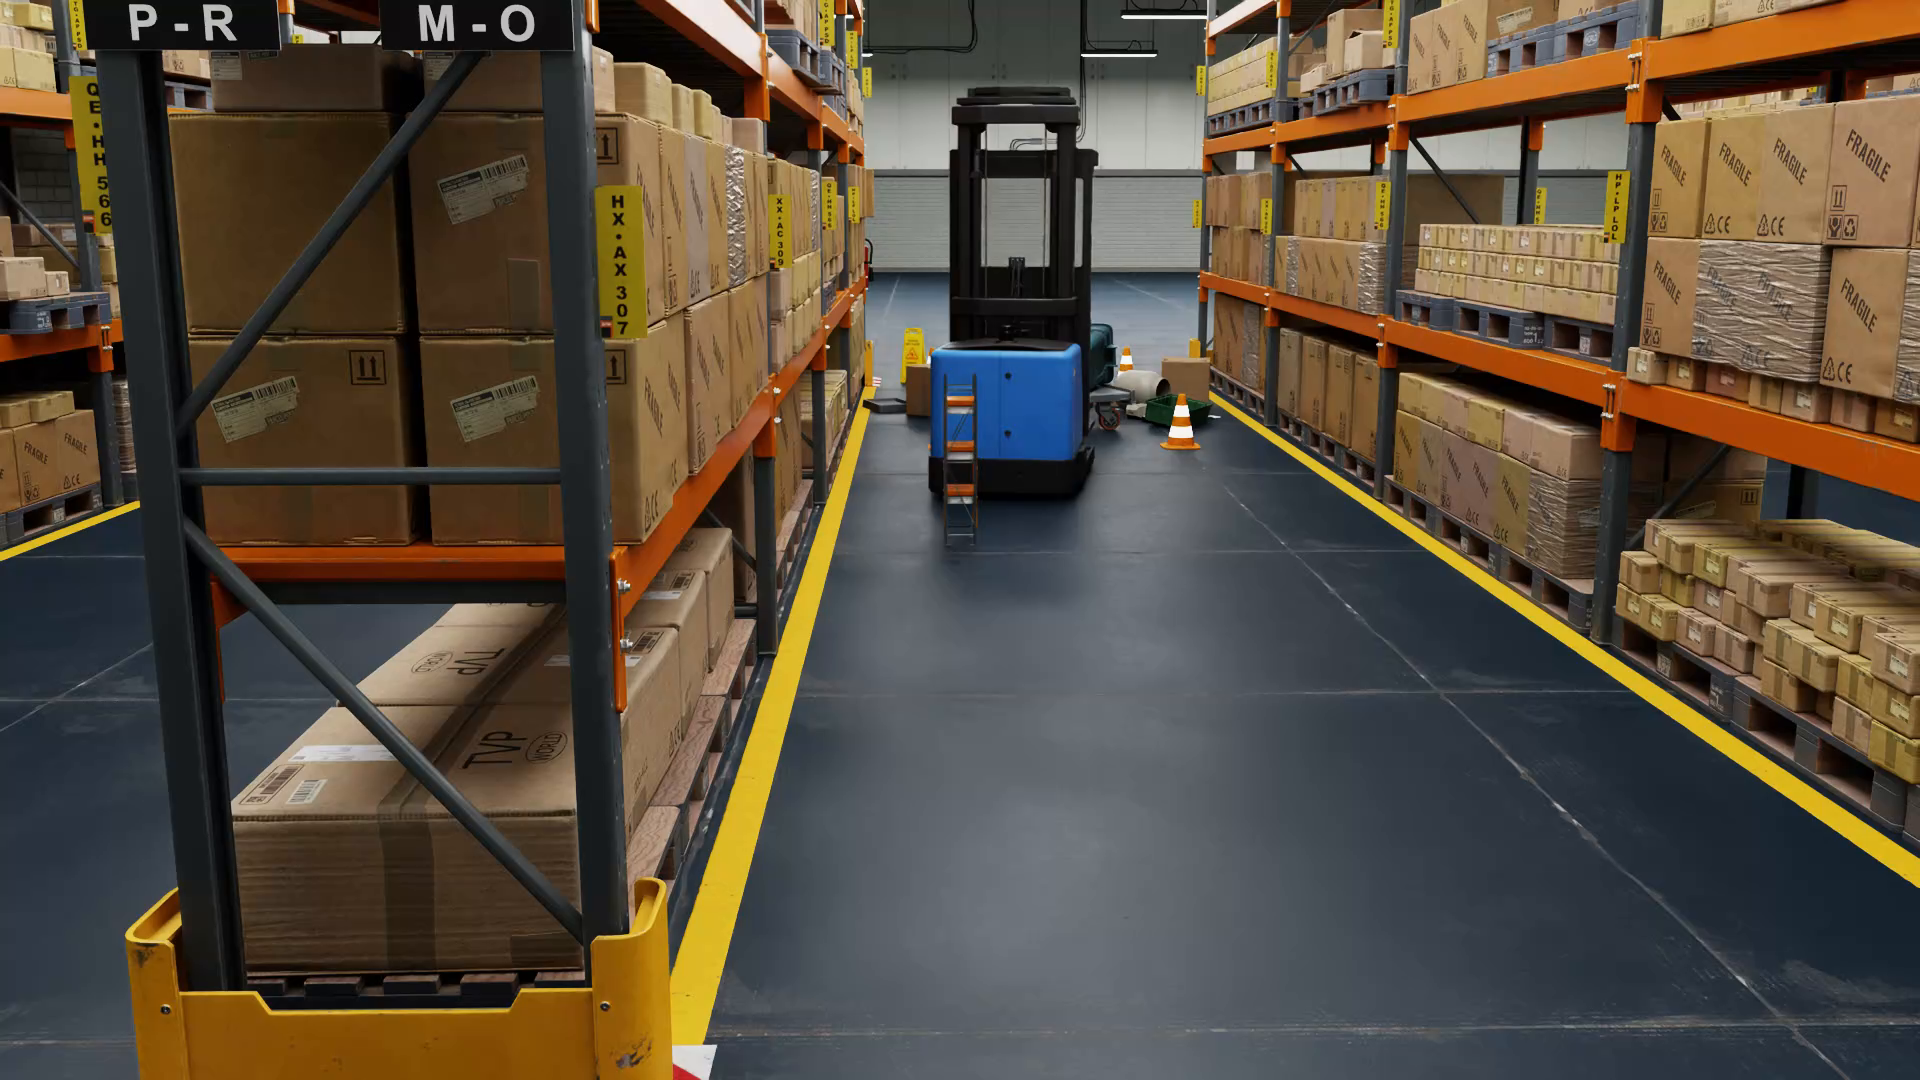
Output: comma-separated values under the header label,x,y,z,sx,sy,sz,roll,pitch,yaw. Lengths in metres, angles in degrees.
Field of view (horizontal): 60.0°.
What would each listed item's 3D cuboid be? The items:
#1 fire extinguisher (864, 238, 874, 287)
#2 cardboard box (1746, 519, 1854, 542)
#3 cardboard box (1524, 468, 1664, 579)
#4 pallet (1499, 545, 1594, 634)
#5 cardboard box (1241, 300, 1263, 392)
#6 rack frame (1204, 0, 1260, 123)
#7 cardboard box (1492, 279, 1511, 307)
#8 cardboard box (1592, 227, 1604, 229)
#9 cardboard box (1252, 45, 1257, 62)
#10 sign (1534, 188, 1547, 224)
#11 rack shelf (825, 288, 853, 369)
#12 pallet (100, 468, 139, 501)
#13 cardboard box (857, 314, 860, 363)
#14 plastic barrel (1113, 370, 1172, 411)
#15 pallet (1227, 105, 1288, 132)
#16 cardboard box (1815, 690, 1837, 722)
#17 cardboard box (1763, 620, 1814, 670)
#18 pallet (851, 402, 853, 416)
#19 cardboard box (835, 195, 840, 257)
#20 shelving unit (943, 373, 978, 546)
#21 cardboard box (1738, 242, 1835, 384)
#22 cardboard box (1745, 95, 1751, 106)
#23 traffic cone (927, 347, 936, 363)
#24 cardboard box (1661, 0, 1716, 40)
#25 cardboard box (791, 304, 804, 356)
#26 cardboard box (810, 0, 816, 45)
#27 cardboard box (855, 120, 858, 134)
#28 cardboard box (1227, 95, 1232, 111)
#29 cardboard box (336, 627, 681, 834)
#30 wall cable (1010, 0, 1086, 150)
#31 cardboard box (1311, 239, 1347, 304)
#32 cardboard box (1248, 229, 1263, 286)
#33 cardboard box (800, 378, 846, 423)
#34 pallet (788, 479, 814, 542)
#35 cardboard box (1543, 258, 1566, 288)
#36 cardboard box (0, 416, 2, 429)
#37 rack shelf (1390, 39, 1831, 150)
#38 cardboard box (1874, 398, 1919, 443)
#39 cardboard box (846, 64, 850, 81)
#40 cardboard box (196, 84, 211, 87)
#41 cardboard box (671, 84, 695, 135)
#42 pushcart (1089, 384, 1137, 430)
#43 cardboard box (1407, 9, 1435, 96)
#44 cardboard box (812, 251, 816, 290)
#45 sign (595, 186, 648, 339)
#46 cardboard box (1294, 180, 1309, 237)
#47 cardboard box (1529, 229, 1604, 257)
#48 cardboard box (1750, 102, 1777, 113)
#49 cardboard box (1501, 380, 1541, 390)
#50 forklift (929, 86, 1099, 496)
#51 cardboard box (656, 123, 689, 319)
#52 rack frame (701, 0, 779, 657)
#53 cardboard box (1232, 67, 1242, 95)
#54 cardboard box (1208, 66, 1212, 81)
label,x,y,z,sx,sy,sz,roll,pitch,yaw
fire extinguisher,-1.157,-3.301,19.478,0.296,0.674,0.183,0,11,-1
cardboard box,3.847,0.001,7.630,0.380,0.149,0.250,0,11,0
cardboard box,3.313,-0.096,8.717,0.500,0.500,0.500,0,11,-2
pallet,3.562,0.243,8.831,1.003,0.211,1.213,0,11,-1
cardboard box,3.449,-2.028,17.299,0.875,0.875,0.875,0,11,-1
rack frame,3.332,-6.294,18.952,1.000,3.000,0.127,0,11,-1
cardboard box,3.338,-1.442,9.696,0.380,0.149,0.250,-1,11,-3
cardboard box,3.990,-1.786,9.896,0.380,0.149,0.250,0,11,2
cardboard box,3.074,-4.773,16.315,0.380,0.149,0.250,0,11,0
sign,4.039,-2.297,11.623,0.100,0.325,0.005,0,11,-1
rack shelf,-1.491,-1.769,13.542,1.077,0.370,4.000,0,11,-1
pallet,-6.390,-0.500,12.491,1.003,0.211,1.213,0,11,-1
cardboard box,-1.307,-2.072,17.203,0.500,0.500,0.500,0,11,2
plastic barrel,1.857,-1.516,16.966,0.512,0.421,0.421,9,15,38
pallet,3.386,-4.390,17.334,1.003,0.211,1.213,0,11,-1
cardboard box,3.415,0.606,6.143,0.380,0.149,0.250,0,11,0
cardboard box,3.330,0.407,6.374,0.380,0.149,0.250,0,11,-2
pallet,-1.582,-1.285,16.364,1.003,0.211,1.213,0,11,-1
cardboard box,-1.277,-2.627,13.909,0.500,0.500,0.500,0,11,1
shelving unit,0.001,-0.504,10.402,0.215,1.050,0.252,0,11,-1
cardboard box,3.330,-0.866,6.282,0.500,0.500,0.500,0,11,-2
cardboard box,8.111,-4.424,16.652,0.380,0.149,0.250,0,11,1
traffic cone,-0.317,-1.990,19.206,0.336,0.463,0.334,0,11,-1
cardboard box,3.325,-2.272,7.048,0.500,0.250,0.500,0,11,2
cardboard box,-1.119,-1.148,9.052,0.500,0.250,0.500,0,11,-2
cardboard box,-1.239,-3.252,10.194,0.700,0.500,0.500,-1,11,-4
cardboard box,-1.252,-4.286,17.228,0.380,0.149,0.250,0,11,-2
cardboard box,3.044,-4.636,17.644,0.380,0.149,0.250,0,11,-2
cardboard box,-1.425,0.604,5.426,0.875,0.438,0.875,0,11,0
wall cable,2.669,-14.348,50.095,2.305,6.003,0.169,0,11,-1
cardboard box,3.185,-2.202,13.616,0.500,0.500,0.500,0,11,0
cardboard box,3.361,-2.815,16.514,0.875,0.550,0.550,0,11,-1
cardboard box,-1.501,-1.190,14.431,0.950,0.372,0.625,0,11,2
pallet,-1.509,-0.200,11.014,1.003,0.211,1.213,0,11,-1
cardboard box,3.355,-1.432,8.899,0.380,0.149,0.250,-1,11,-3
cardboard box,-6.191,-0.745,10.285,0.380,0.149,0.250,0,11,1
rack shelf,3.538,-2.484,9.523,1.077,0.370,4.000,0,11,-1
cardboard box,3.413,-0.423,5.733,0.380,0.149,0.250,0,11,0
cardboard box,-1.213,-4.320,15.393,0.380,0.149,0.250,0,11,-2
cardboard box,-6.169,-3.882,13.929,0.380,0.149,0.250,0,11,-1
cardboard box,-1.027,-1.320,5.123,0.380,0.149,0.250,0,11,-1
pushcart,0.746,-1.253,15.786,1.648,0.377,0.936,-4,12,-21
cardboard box,3.243,-3.168,10.837,0.500,0.500,0.500,0,11,-1
cardboard box,-1.172,-1.698,10.504,0.500,0.250,0.500,-1,11,-3
sign,-0.730,-0.597,3.583,0.100,0.325,0.005,0,11,-1
cardboard box,3.431,-2.999,15.033,0.700,0.500,0.500,0,11,-2
cardboard box,3.359,-1.628,9.119,0.380,0.149,0.250,-1,11,-3
cardboard box,8.105,-4.149,16.301,0.500,0.250,0.500,0,11,0
cardboard box,3.795,-0.877,10.683,0.500,0.250,0.500,0,11,0
forklift,0.499,-2.002,13.056,1.130,2.935,3.031,2,12,8
cardboard box,-1.027,-0.872,4.545,0.500,0.500,0.500,-1,11,-3
rack frame,-1.367,-0.928,7.591,1.000,3.000,0.127,0,11,-1
cardboard box,3.117,-4.753,17.222,0.500,0.250,0.500,0,11,-1
cardboard box,3.020,-5.279,18.811,0.380,0.149,0.250,0,11,-1
